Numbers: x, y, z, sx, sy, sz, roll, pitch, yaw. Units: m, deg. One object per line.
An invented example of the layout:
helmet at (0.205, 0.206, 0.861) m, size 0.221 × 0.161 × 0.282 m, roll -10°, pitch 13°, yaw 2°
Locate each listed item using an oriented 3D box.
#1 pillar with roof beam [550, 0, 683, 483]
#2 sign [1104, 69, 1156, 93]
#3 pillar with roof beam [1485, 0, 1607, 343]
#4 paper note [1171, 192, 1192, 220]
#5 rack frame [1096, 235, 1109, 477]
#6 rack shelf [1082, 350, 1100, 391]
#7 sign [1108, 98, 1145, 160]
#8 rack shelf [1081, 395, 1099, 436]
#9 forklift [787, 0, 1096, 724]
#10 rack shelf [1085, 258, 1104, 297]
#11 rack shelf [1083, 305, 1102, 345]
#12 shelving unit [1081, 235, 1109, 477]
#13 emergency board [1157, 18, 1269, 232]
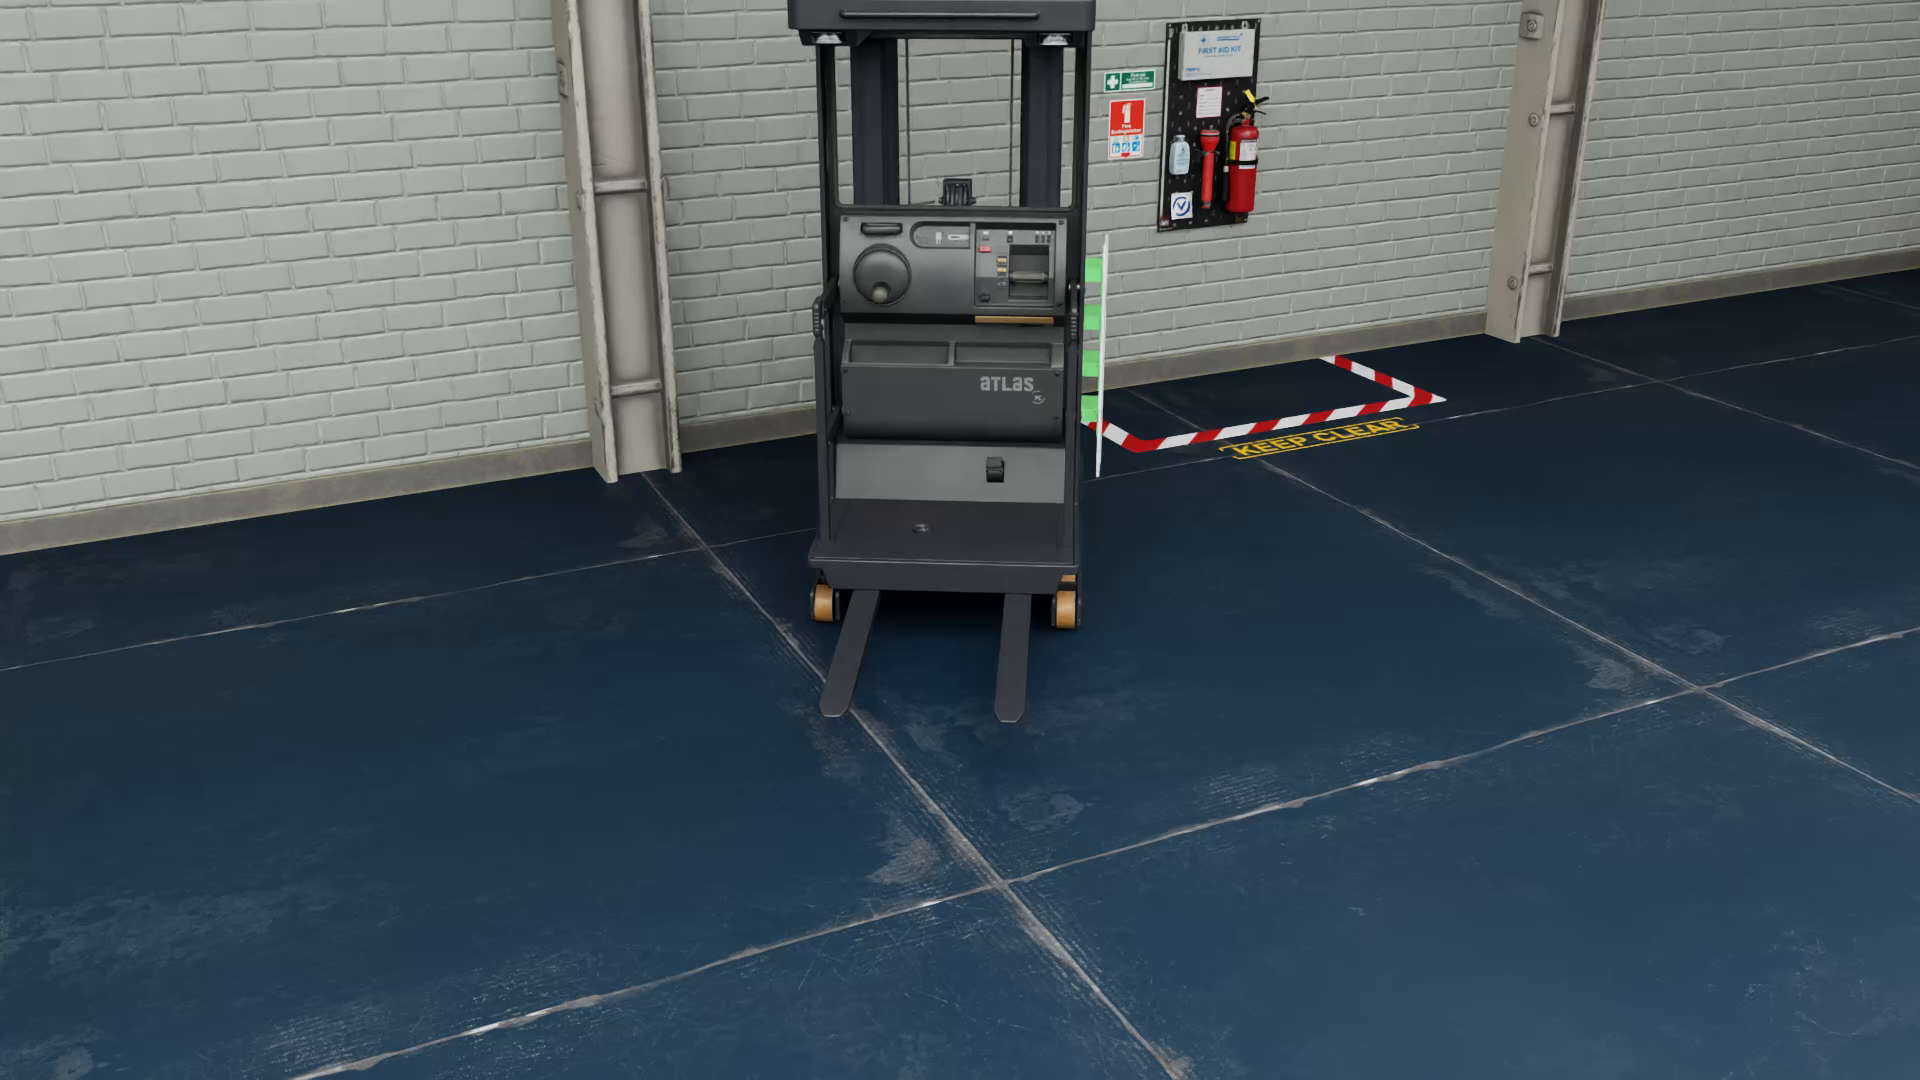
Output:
pillar with roof beam at (0.187, -3.049, 3.350) m, size 0.400 × 9.000 × 9.100 m, roll -10°, pitch 25°, yaw -24°
sign at (0.948, -2.562, 9.278) m, size 0.331 × 0.109 × 0.001 m, roll -10°, pitch 25°, yaw -24°
pillar with roof beam at (5.593, -4.044, 5.755) m, size 0.400 × 9.000 × 9.100 m, roll -10°, pitch 25°, yaw -24°
paper note at (1.293, -1.947, 9.683) m, size 0.142 × 0.148 × 0.016 m, roll -10°, pitch 25°, yaw -24°
rack frame at (0.719, -0.923, 8.410) m, size 0.015 × 1.200 × 0.240 m, roll 3°, pitch 23°, yaw 6°
rack shelf at (0.477, -0.875, 8.462) m, size 0.480 × 0.148 × 0.258 m, roll 3°, pitch 23°, yaw 6°
sign at (0.940, -2.320, 9.385) m, size 0.234 × 0.329 × 0.001 m, roll -10°, pitch 25°, yaw -24°
rack shelf at (0.477, -0.653, 8.554) m, size 0.480 × 0.148 × 0.258 m, roll 3°, pitch 23°, yaw 6°
forklift at (-0.041, -1.114, 6.608) m, size 1.130 × 2.935 × 3.031 m, roll 1°, pitch 23°, yaw 3°
rack shelf at (0.477, -1.319, 8.279) m, size 0.480 × 0.148 × 0.258 m, roll 3°, pitch 23°, yaw 6°
rack shelf at (0.477, -1.097, 8.370) m, size 0.480 × 0.148 × 0.258 m, roll 3°, pitch 23°, yaw 6°
shelving unit at (0.477, -0.934, 8.438) m, size 0.503 × 1.200 × 0.258 m, roll 3°, pitch 23°, yaw 6°
emergency board at (1.483, -2.359, 9.528) m, size 0.643 × 1.169 × 0.194 m, roll -10°, pitch 25°, yaw -24°
